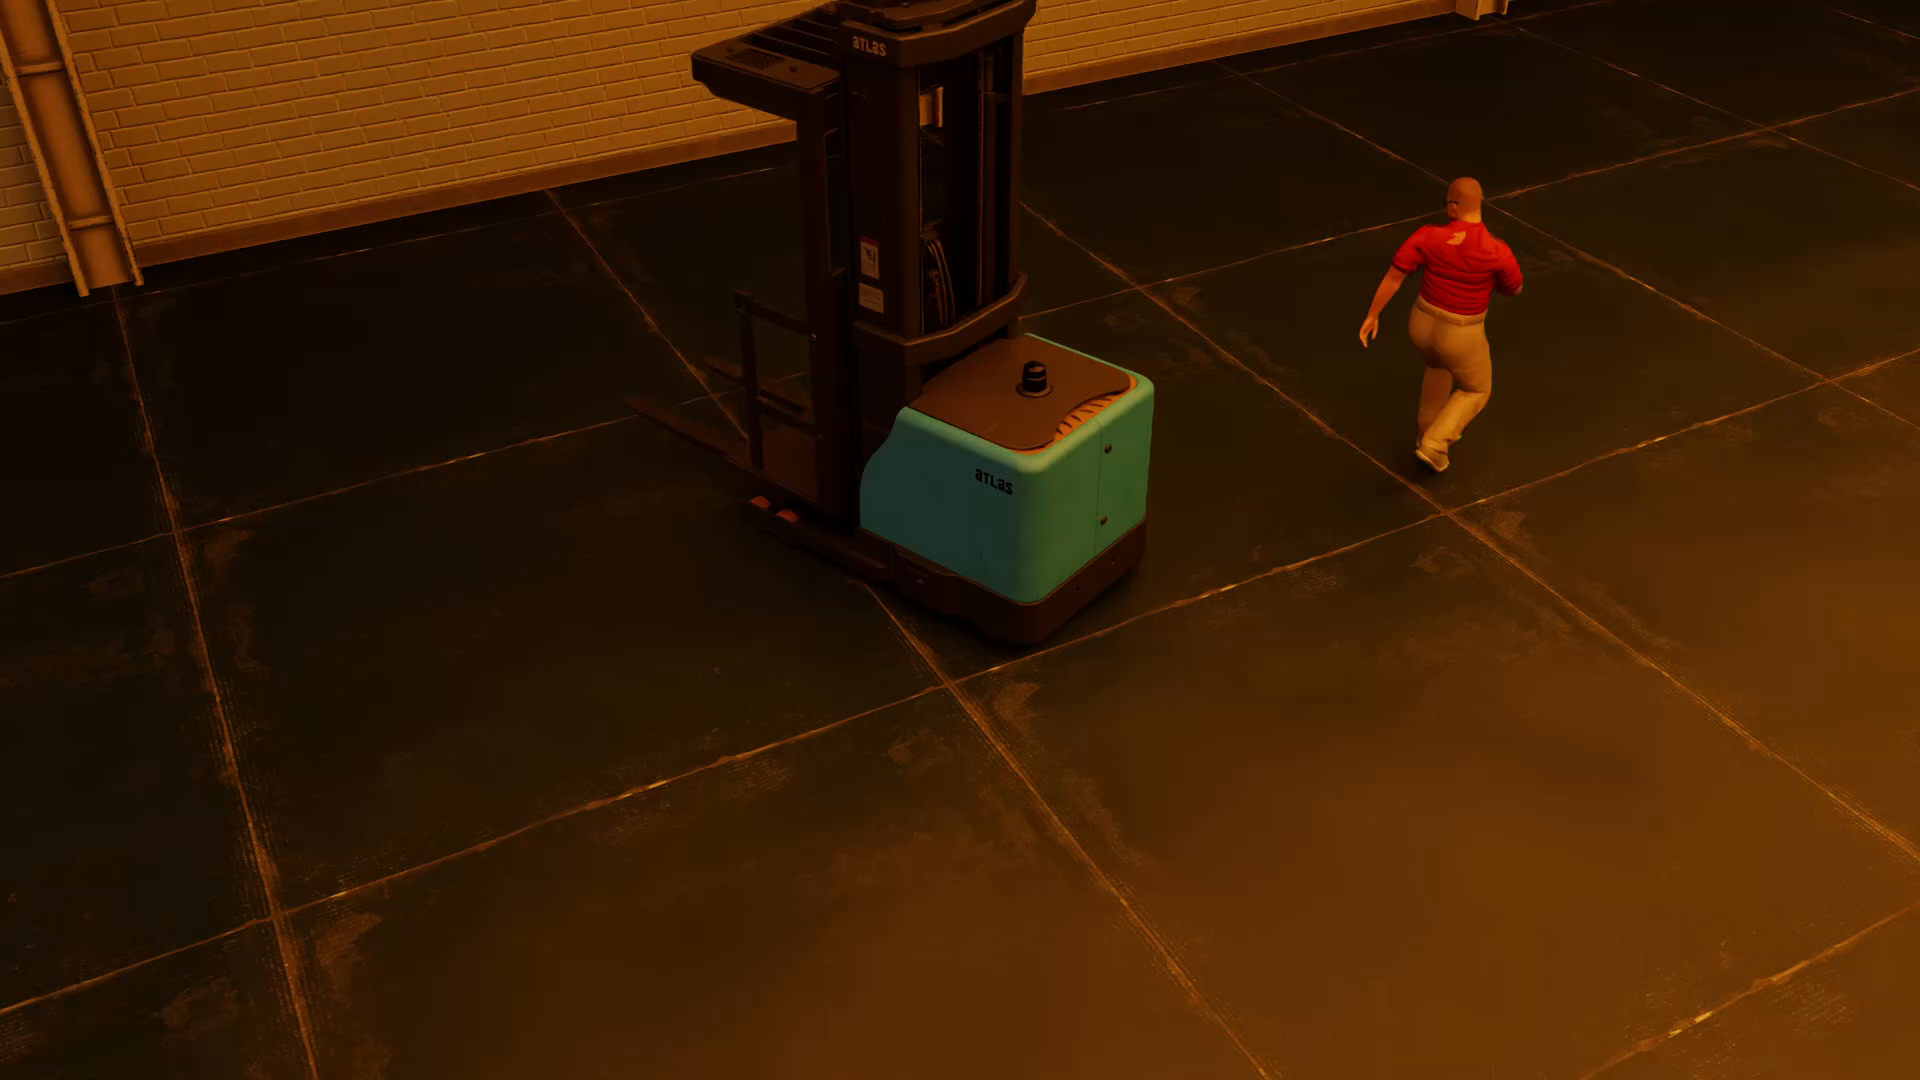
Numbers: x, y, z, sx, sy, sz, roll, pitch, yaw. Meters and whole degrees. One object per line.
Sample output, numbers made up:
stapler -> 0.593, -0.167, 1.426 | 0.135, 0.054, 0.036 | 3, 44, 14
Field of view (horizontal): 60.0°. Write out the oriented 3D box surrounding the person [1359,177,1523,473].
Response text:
person -> 2.590, -1.150, 8.863 | 0.695, 1.664, 0.665 | -30, 45, -35

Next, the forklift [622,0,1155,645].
forklift -> -0.524, -1.402, 8.107 | 3.031, 2.935, 1.130 | 25, 42, 31
